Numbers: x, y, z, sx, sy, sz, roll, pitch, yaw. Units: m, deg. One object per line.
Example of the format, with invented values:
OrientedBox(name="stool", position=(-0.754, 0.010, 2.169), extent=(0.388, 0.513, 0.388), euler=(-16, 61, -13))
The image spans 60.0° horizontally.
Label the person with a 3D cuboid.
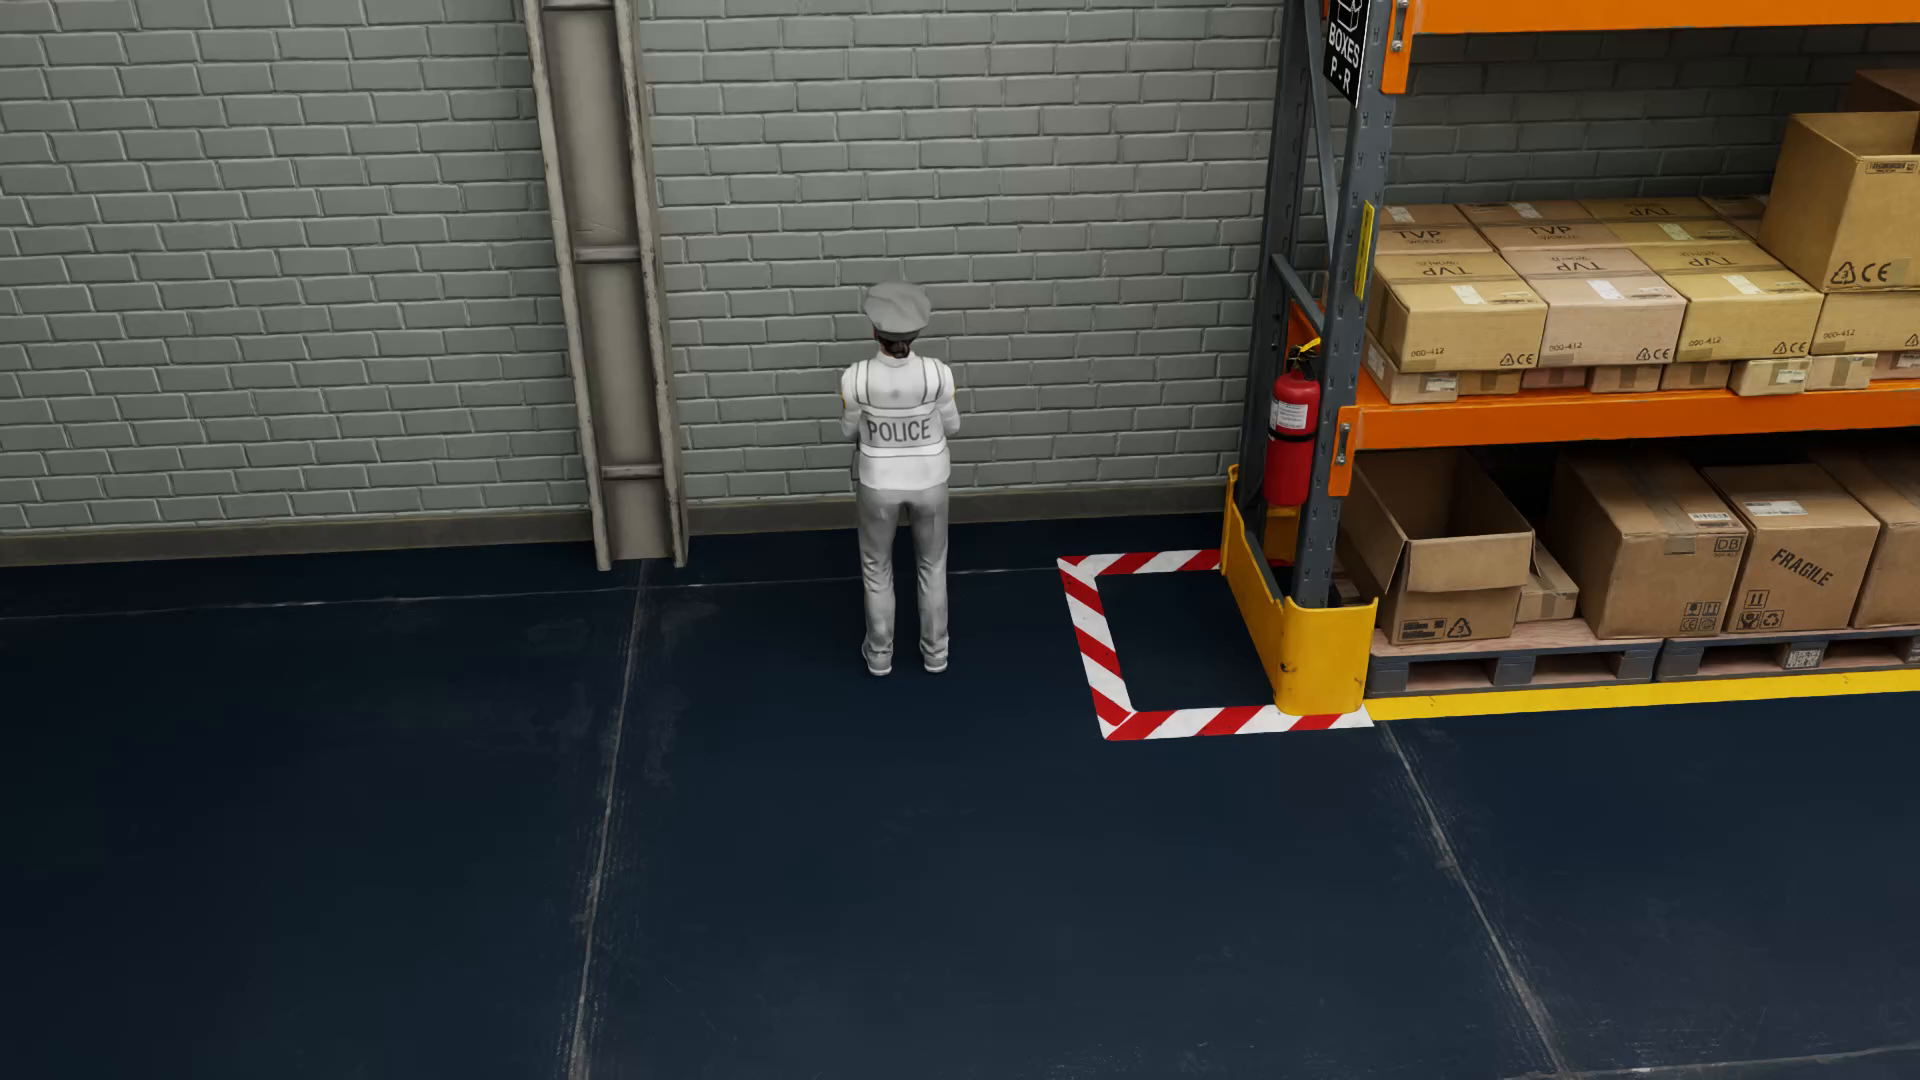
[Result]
OrientedBox(name="person", position=(-0.230, -0.255, 6.532), extent=(0.460, 1.690, 0.536), euler=(-2, 31, -4))
